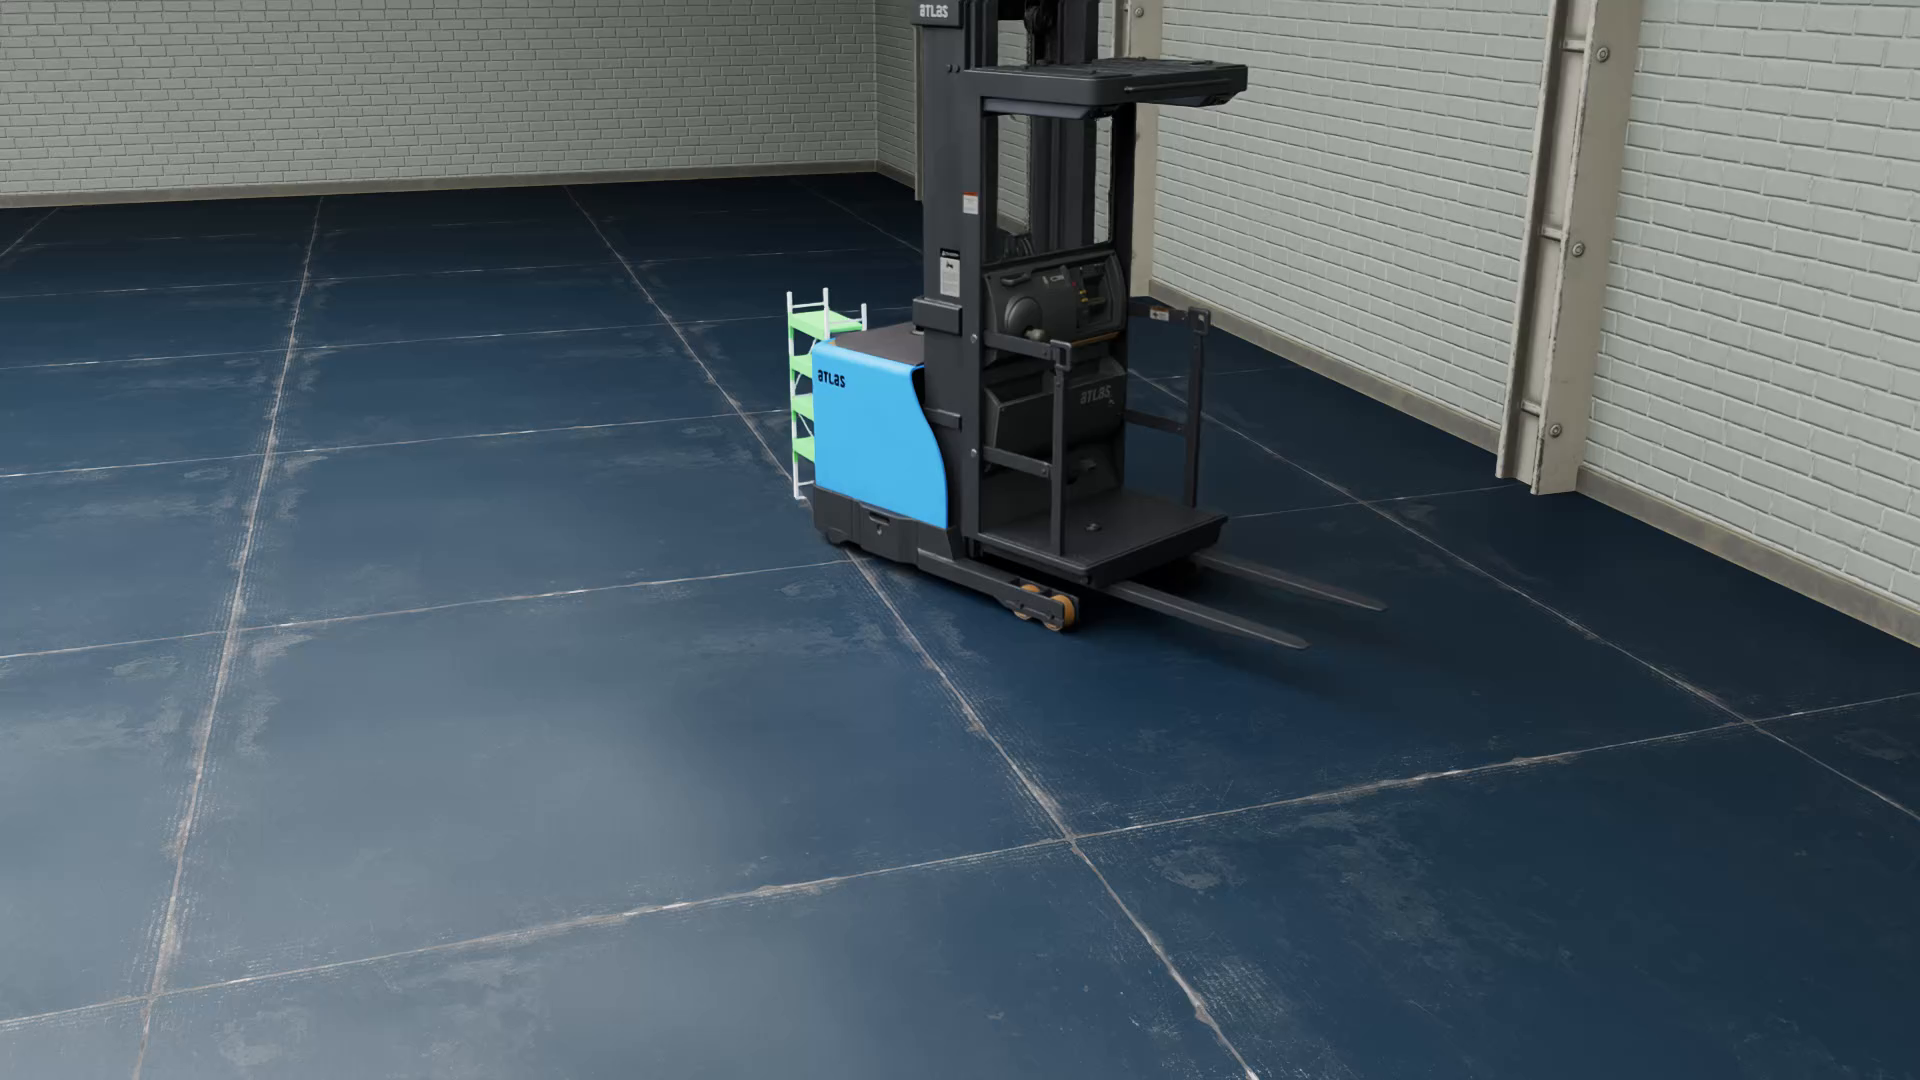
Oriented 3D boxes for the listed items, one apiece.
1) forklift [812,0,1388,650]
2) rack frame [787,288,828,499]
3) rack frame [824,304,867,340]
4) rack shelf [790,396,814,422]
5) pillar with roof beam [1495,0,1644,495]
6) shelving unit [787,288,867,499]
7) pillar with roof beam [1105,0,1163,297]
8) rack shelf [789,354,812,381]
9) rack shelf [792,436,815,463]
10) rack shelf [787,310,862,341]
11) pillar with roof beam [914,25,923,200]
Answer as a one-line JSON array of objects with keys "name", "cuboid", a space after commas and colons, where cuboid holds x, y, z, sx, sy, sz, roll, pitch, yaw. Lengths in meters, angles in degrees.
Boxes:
[{"name": "forklift", "cuboid": [0.611, -1.153, 7.792, 1.130, 2.935, 3.031, -19, 27, -42]}, {"name": "rack frame", "cuboid": [-0.846, -0.822, 9.429, 0.240, 1.200, 0.015, -11, 22, -27]}, {"name": "rack frame", "cuboid": [-0.609, -0.677, 9.028, 0.240, 1.200, 0.015, -11, 22, -27]}, {"name": "rack shelf", "cuboid": [-0.727, -0.689, 9.250, 0.258, 0.148, 0.480, -11, 22, -27]}, {"name": "pillar with roof beam", "cuboid": [-0.666, -4.117, 7.067, 9.100, 9.000, 0.400, -6, 21, -17]}, {"name": "shelving unit", "cuboid": [-0.727, -0.750, 9.228, 0.258, 1.200, 0.503, -11, 22, -27]}, {"name": "pillar with roof beam", "cuboid": [-2.551, -6.043, 12.428, 9.100, 9.000, 0.400, -6, 21, -17]}, {"name": "rack shelf", "cuboid": [-0.727, -0.915, 9.169, 0.258, 0.148, 0.480, -11, 22, -27]}, {"name": "rack shelf", "cuboid": [-0.727, -0.464, 9.331, 0.258, 0.148, 0.480, -11, 22, -27]}, {"name": "rack shelf", "cuboid": [-0.727, -1.141, 9.088, 0.258, 0.148, 0.480, -11, 22, -27]}, {"name": "pillar with roof beam", "cuboid": [-4.437, -7.968, 17.788, 9.100, 9.000, 0.400, -6, 21, -17]}]
